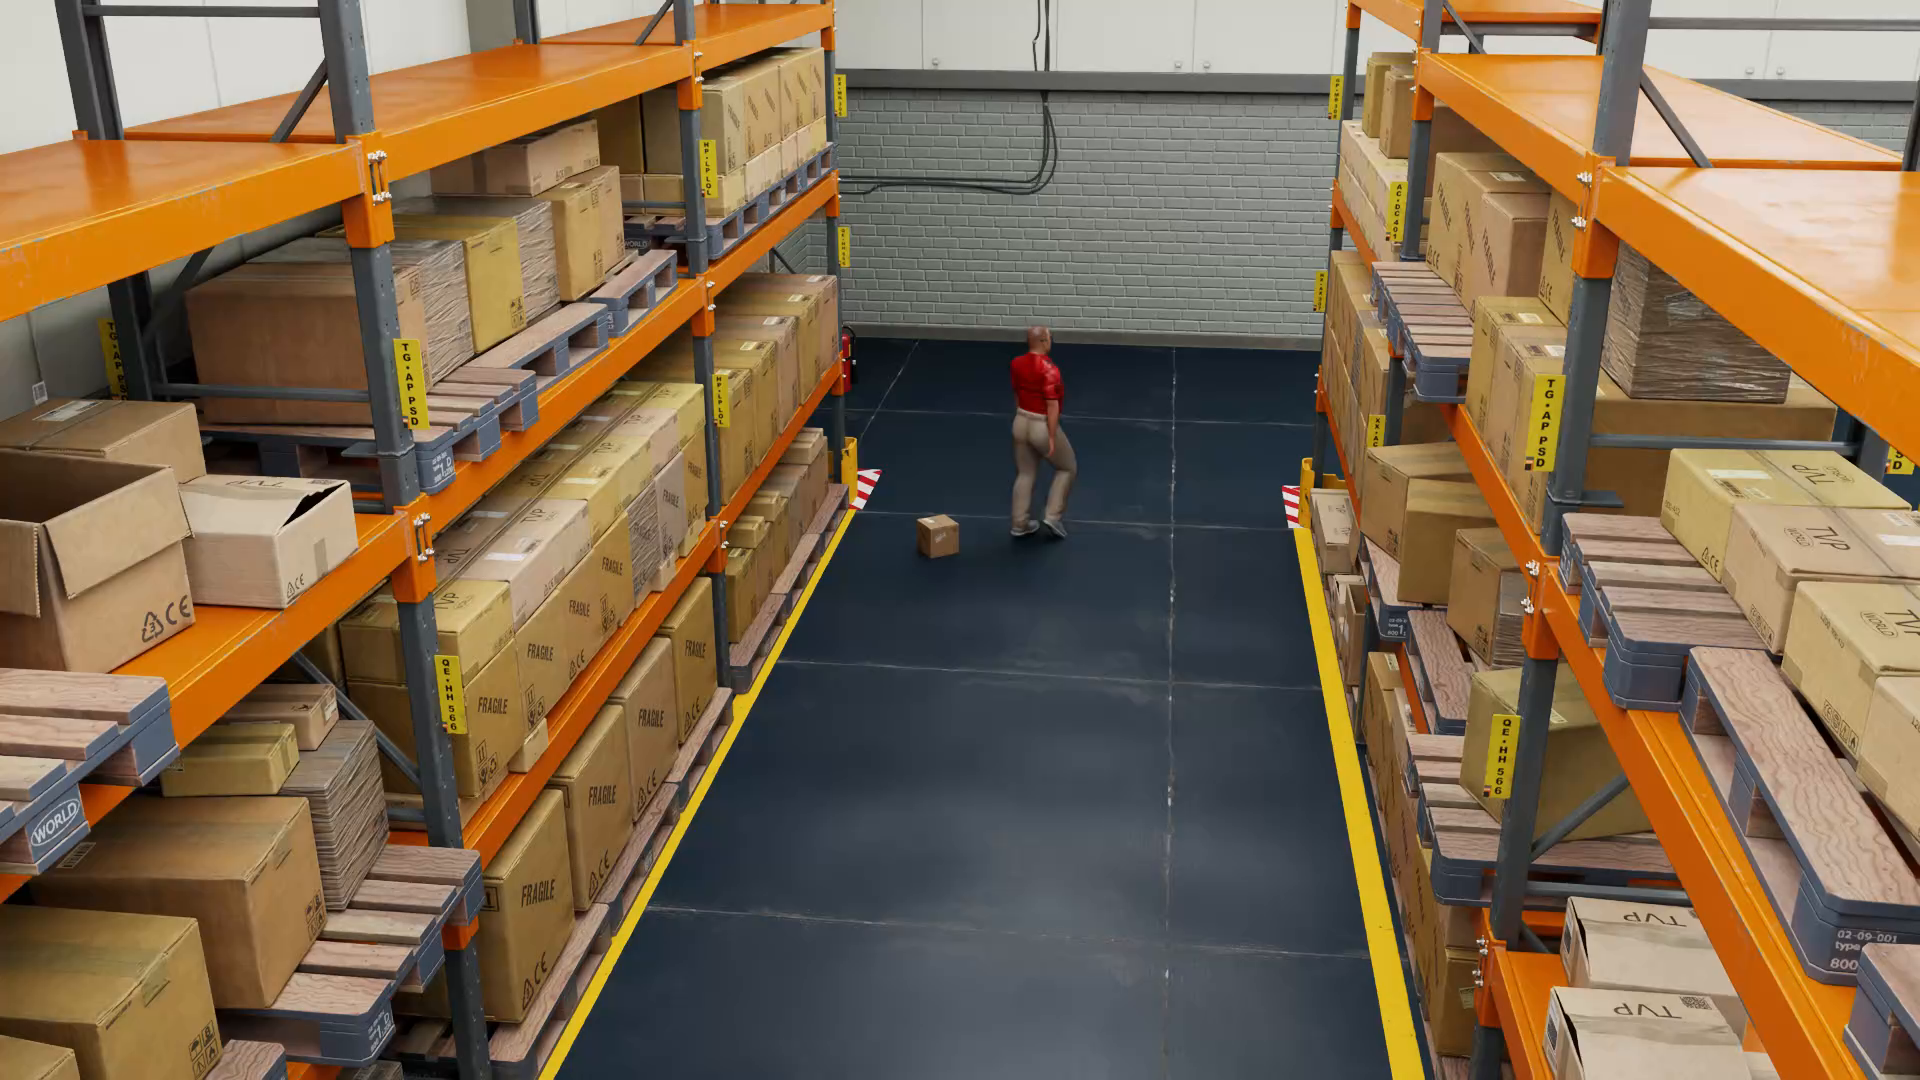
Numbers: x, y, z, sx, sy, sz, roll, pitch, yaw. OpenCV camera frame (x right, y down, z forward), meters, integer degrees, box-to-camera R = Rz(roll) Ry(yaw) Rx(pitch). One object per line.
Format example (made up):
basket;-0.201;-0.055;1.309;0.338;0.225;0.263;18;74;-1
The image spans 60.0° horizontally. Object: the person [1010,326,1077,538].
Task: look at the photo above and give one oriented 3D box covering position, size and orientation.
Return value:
person;0.638;-0.836;13.323;0.543;1.794;0.506;18;28;39
